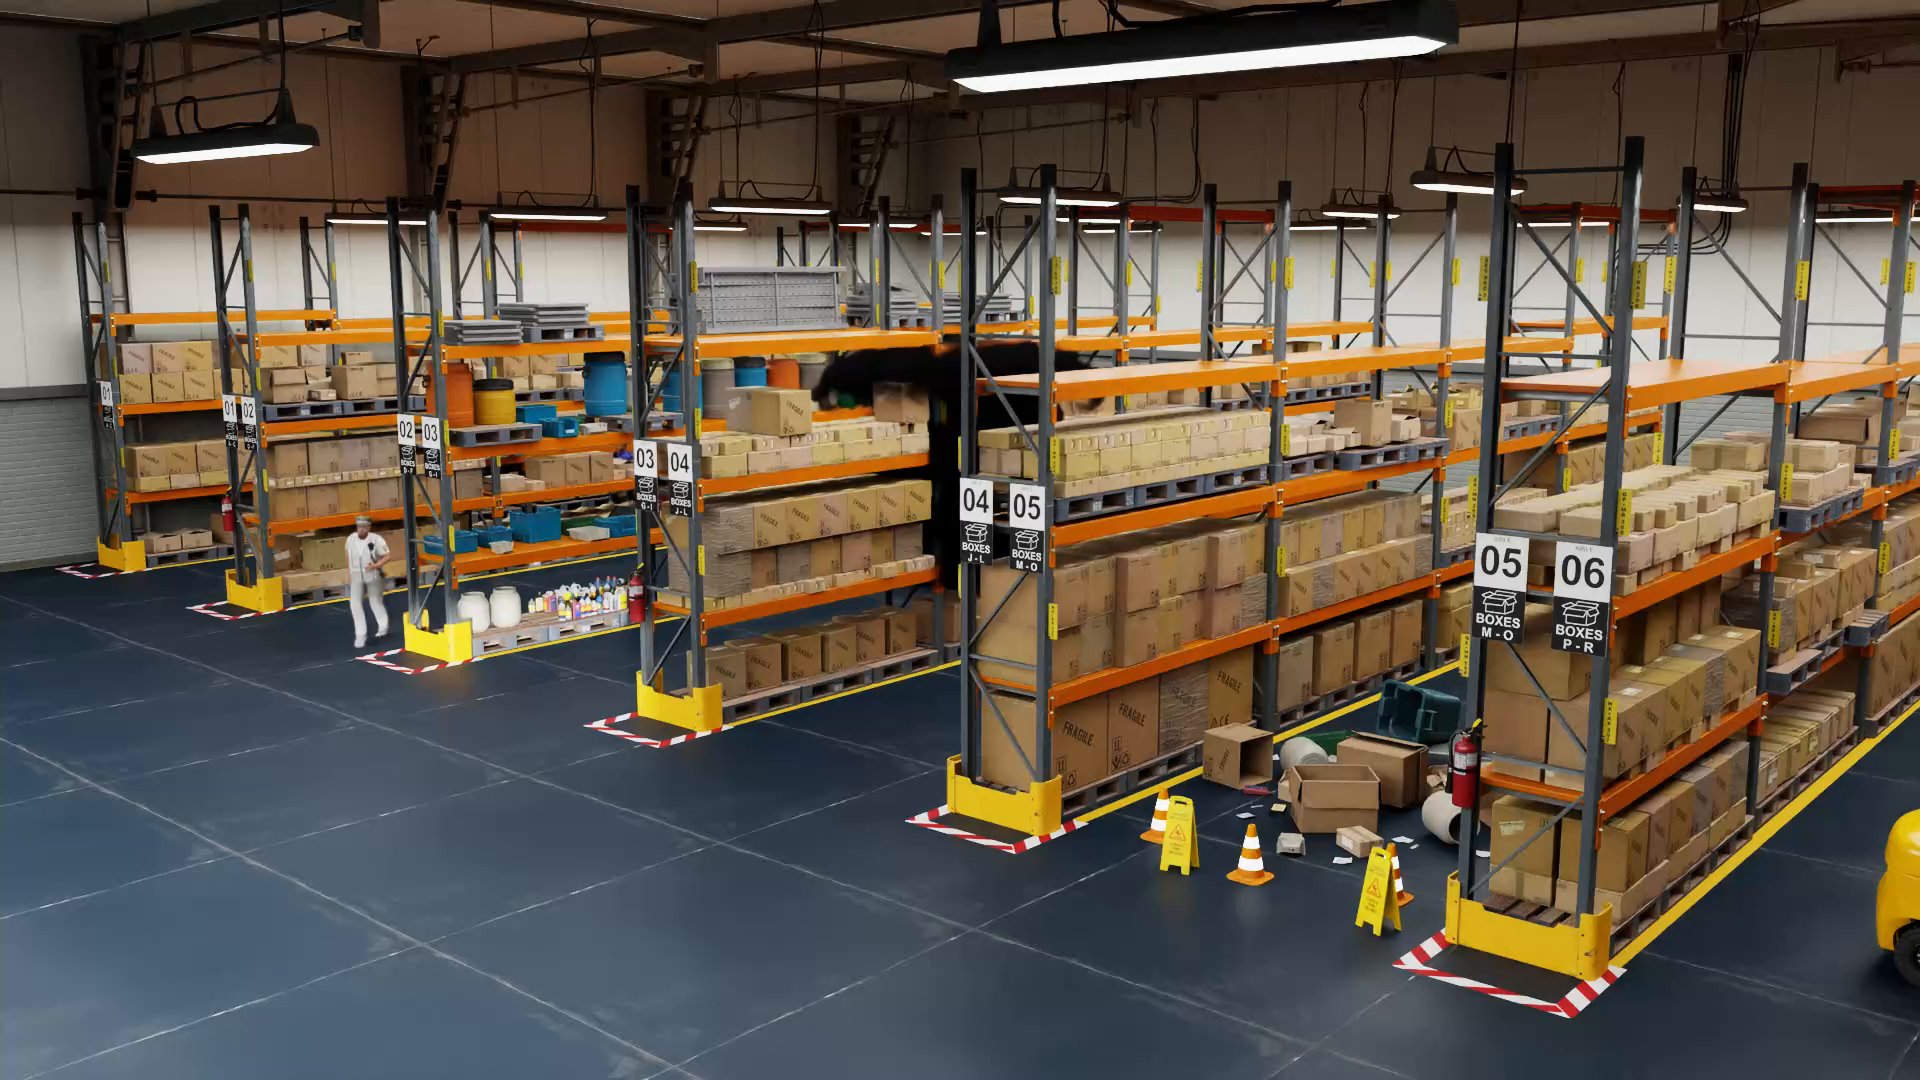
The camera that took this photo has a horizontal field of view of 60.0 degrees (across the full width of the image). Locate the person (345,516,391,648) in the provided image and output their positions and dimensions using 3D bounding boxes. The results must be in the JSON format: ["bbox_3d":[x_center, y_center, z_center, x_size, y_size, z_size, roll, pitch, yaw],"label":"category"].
[{"bbox_3d":[-8.113,0.522,22.790,0.673,1.781,0.849,0,9,-2],"label":"person"}]

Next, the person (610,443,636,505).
[{"bbox_3d":[-6.774,-1.203,33.621,0.493,1.670,0.801,6,11,31],"label":"person"}]
